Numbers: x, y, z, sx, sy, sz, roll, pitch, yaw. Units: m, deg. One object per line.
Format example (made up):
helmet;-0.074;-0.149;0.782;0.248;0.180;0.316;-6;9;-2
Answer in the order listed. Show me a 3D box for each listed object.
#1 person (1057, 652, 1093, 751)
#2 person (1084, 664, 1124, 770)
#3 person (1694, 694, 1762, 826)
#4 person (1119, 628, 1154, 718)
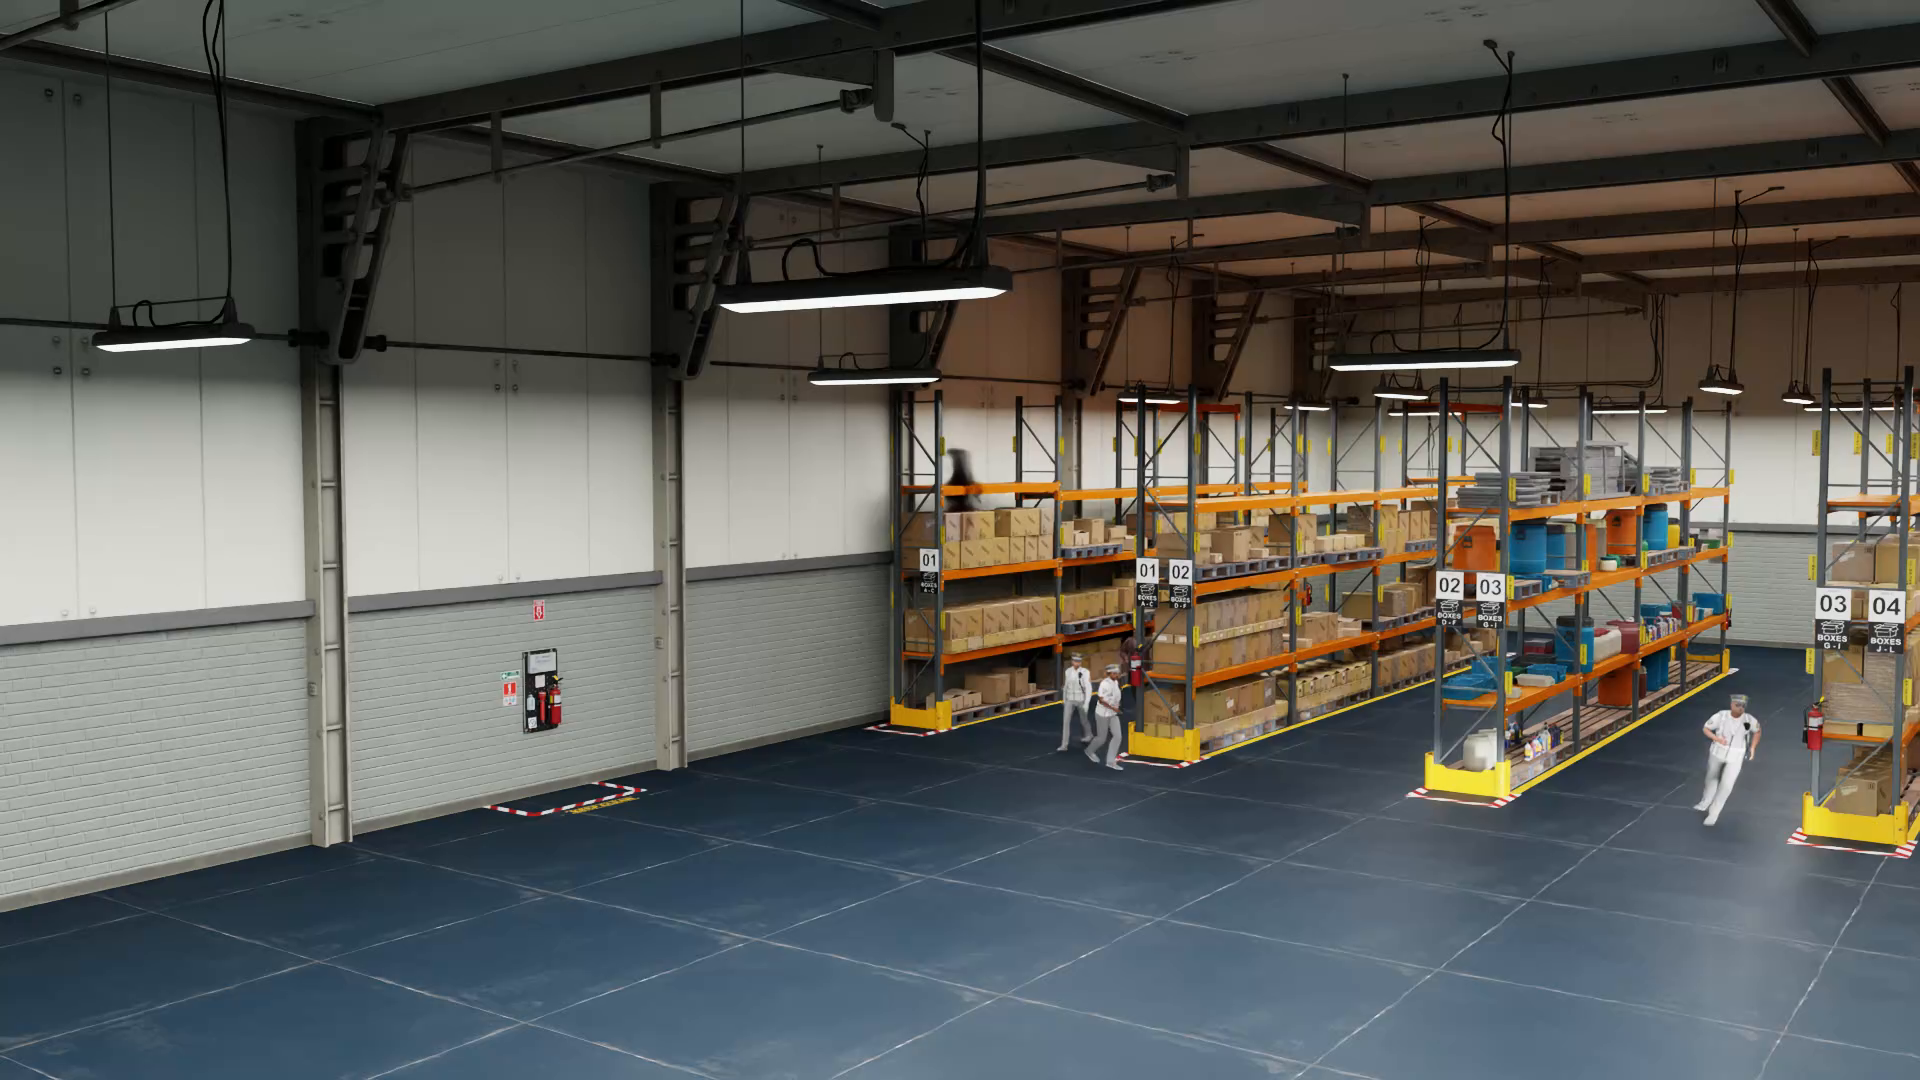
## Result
person;1.920;2.647;27.455;0.555;1.598;1.078;1;3;20
person;2.218;2.721;25.861;0.801;1.655;0.549;3;4;44
person;10.242;2.908;22.200;0.806;1.756;0.940;2;4;27
person;3.250;2.438;30.115;0.737;1.867;0.832;2;4;28
